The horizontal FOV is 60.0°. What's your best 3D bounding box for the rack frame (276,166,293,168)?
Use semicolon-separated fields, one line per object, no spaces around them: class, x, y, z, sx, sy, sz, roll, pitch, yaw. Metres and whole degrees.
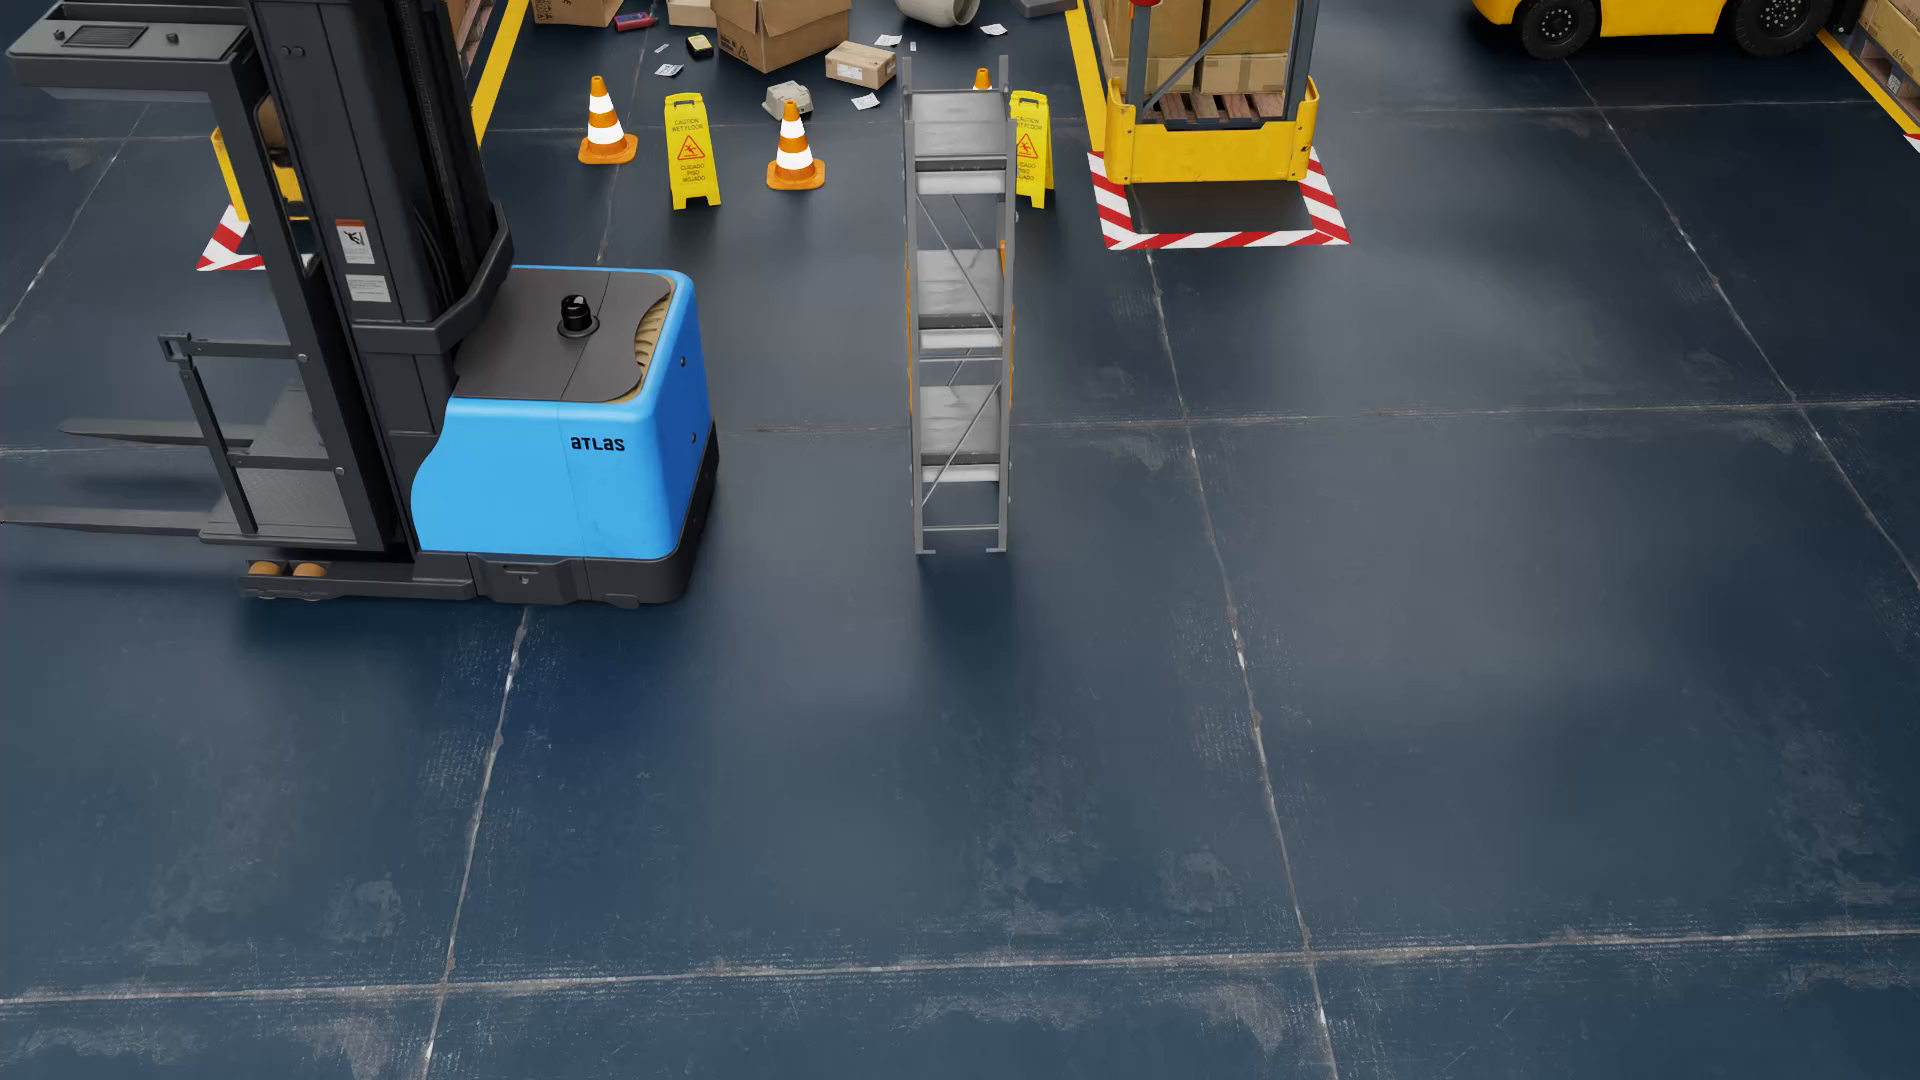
rack frame;-3.498;-3.039;8.496;1.000;3.000;0.127;-2;43;-2

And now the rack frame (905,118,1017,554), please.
rack frame;0.003;-0.721;6.632;0.400;2.100;0.015;-2;43;-2

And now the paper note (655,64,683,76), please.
paper note;-1.867;-3.023;10.677;0.144;0.017;0.142;12;44;13

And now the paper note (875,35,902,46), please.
paper note;-0.472;-3.310;10.996;0.148;0.019;0.142;12;44;13

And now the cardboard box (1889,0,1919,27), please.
cardboard box;6.058;-3.379;10.220;0.500;0.250;0.500;-2;43;-2

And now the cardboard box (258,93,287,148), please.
cardboard box;-3.593;-2.867;9.569;0.875;0.875;0.875;-1;43;-2

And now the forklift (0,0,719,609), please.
forklift;-2.652;-1.174;6.511;3.031;2.935;1.130;2;43;3

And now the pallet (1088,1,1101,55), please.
pallet;1.392;-3.644;11.219;1.003;0.211;1.213;-2;43;-2

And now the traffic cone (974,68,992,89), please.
traffic cone;0.136;-2.568;9.859;0.336;0.463;0.334;-2;43;-2

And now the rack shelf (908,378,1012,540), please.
rack shelf;-0.007;-0.360;7.294;0.431;0.518;0.480;-2;43;-2

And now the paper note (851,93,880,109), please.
paper note;-0.586;-2.736;10.362;0.148;0.019;0.142;-16;45;-16

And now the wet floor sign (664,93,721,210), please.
wet floor sign;-1.519;-2.209;9.332;0.267;0.644;0.232;-8;43;-9

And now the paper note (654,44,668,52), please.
paper note;-1.958;-3.227;10.912;0.032;0.001;0.123;19;46;20

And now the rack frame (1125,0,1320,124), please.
rack frame;1.443;-3.250;8.725;1.000;3.000;0.127;-2;43;-2

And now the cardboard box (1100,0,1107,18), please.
cardboard box;1.123;-3.553;10.225;0.500;0.500;0.500;0;43;0

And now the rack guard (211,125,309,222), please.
rack guard;-3.497;-2.102;9.323;1.175;0.500;0.348;-2;43;-2

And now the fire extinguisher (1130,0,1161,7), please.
fire extinguisher;0.987;-3.131;8.652;0.296;0.674;0.183;-2;43;-2

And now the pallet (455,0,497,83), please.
pallet;-3.659;-3.371;10.921;1.003;0.211;1.213;-2;43;-2

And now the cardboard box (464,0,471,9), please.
cardboard box;-3.669;-4.076;10.889;0.875;0.875;0.875;-1;43;-1

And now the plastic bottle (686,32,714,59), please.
plastic bottle;-1.716;-3.248;10.898;0.133;0.061;0.283;-16;45;-16

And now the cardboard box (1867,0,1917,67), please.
cardboard box;6.055;-3.180;10.373;0.500;0.250;0.500;-2;43;-2

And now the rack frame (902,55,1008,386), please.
rack frame;-0.017;-1.051;6.992;0.400;2.100;0.015;-2;43;-2

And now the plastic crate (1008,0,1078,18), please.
plastic crate;0.520;-3.790;11.476;0.402;0.080;0.583;-16;45;-16

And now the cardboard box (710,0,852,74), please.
cardboard box;-1.161;-3.443;10.783;0.797;0.503;0.637;-32;51;-30

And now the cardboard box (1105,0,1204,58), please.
cardboard box;1.148;-3.201;9.841;0.500;0.500;0.500;-1;43;-2

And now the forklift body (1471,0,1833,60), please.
forklift body;4.499;-4.310;10.509;2.313;2.155;1.214;-2;43;-2

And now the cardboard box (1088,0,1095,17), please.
cardboard box;1.098;-3.632;10.866;0.500;0.250;0.500;-3;43;-3

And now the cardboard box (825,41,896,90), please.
cardboard box;-0.631;-3.025;10.590;0.380;0.149;0.250;19;46;20

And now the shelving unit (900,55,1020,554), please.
shelving unit;-0.007;-0.886;6.812;0.431;2.100;0.503;-2;43;-2

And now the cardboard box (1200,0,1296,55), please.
cardboard box;1.683;-3.236;9.879;0.500;0.500;0.500;-3;43;-3

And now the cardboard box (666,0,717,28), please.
cardboard box;-1.755;-3.624;11.157;0.396;0.266;0.258;5;43;6

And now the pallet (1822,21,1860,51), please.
pallet;6.279;-3.703;11.284;1.003;0.211;1.213;-2;43;-2

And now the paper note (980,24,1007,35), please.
paper note;0.228;-3.412;11.100;0.142;0.019;0.148;-16;45;-16

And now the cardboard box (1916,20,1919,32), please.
cardboard box;6.069;-3.040;9.850;0.500;0.250;0.500;-2;43;-2

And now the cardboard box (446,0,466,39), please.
cardboard box;-3.633;-3.461;10.217;0.875;0.875;0.875;-2;43;-2

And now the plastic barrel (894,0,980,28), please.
plastic barrel;-0.158;-3.651;11.069;0.512;0.421;0.421;27;49;27

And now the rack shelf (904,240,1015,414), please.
rack shelf;-0.007;-0.876;6.821;0.431;0.518;0.480;-2;43;-2

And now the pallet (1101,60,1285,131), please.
pallet;1.440;-2.822;10.323;1.003;0.211;1.213;-2;43;-2

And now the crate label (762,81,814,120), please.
crate label;-1.054;-2.715;10.261;0.250;0.136;0.298;-23;47;-23

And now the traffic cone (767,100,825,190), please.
traffic cone;-0.959;-2.306;9.573;0.336;0.463;0.334;-2;43;-2

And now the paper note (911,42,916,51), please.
paper note;-0.308;-3.247;10.935;0.032;0.001;0.123;-2;43;-2

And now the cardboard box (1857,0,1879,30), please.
cardboard box;6.042;-3.518;10.742;0.500;0.250;0.500;-1;43;-1

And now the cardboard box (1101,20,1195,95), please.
cardboard box;1.139;-2.945;10.117;0.500;0.250;0.500;-2;43;-2

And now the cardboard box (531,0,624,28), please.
cardboard box;-2.577;-3.801;11.174;0.500;0.500;0.500;5;43;6

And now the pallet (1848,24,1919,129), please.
pallet;6.328;-2.882;10.387;1.003;0.211;1.213;-2;43;-2

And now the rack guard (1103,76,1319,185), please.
rack guard;1.440;-2.379;9.626;1.175;0.500;0.348;-2;43;-2

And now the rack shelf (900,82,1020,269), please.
rack shelf;-0.007;-1.392;6.348;0.431;0.518;0.480;-2;43;-2

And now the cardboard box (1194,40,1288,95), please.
cardboard box;1.685;-2.943;10.115;0.500;0.250;0.500;-2;43;-2

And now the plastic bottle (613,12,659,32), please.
plastic bottle;-2.170;-3.482;11.153;0.283;0.061;0.133;-16;45;-16

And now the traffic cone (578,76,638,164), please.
traffic cone;-2.102;-2.503;9.788;0.336;0.463;0.334;-2;43;-2

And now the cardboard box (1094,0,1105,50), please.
cardboard box;1.126;-3.279;10.481;0.500;0.250;0.500;-1;43;-2

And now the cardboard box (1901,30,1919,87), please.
cardboard box;6.066;-2.844;10.007;0.500;0.250;0.500;-1;43;-1

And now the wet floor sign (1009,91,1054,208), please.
wet floor sign;0.382;-2.223;9.347;0.267;0.644;0.232;12;44;13

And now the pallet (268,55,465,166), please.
pallet;-3.611;-2.549;10.024;1.003;0.211;1.213;-2;43;-2

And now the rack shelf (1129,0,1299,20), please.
rack shelf;1.358;-4.335;10.441;1.077;0.370;4.000;-2;43;-2
